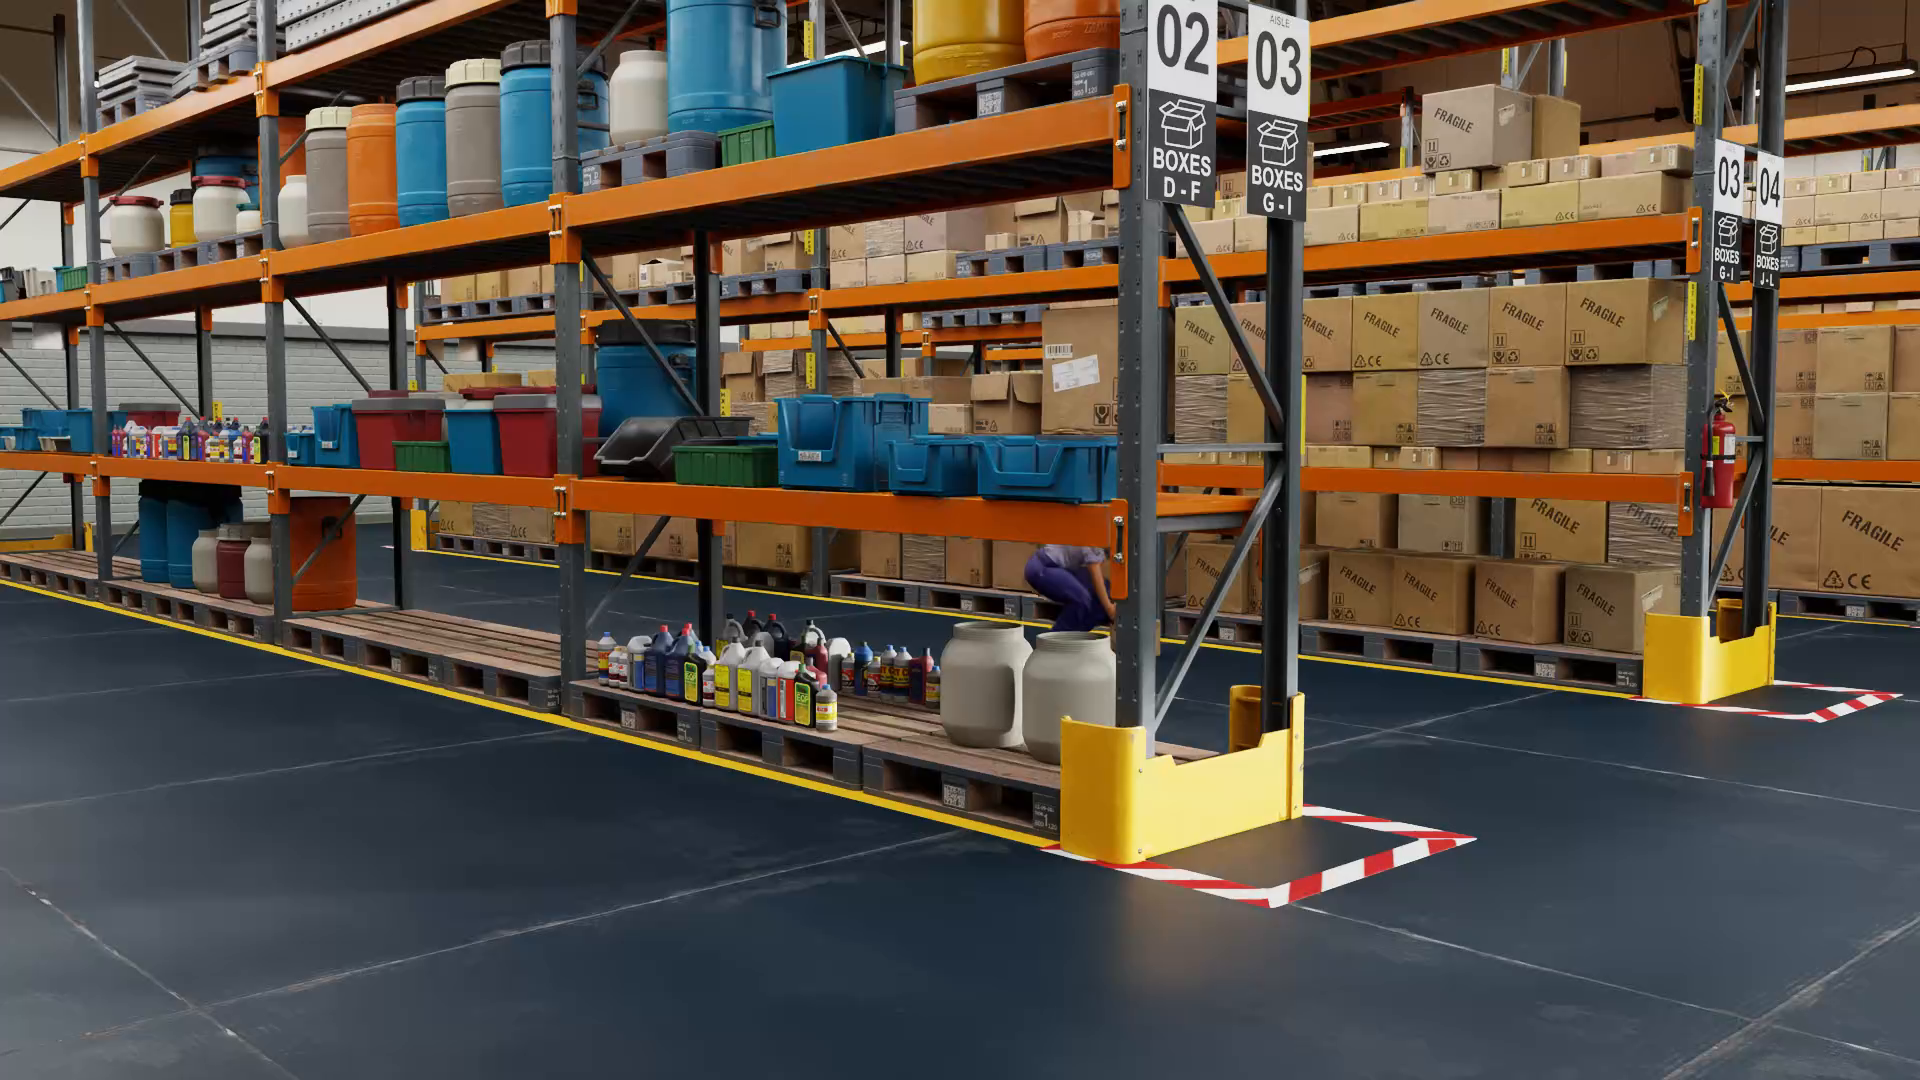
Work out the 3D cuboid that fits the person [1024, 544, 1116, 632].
[{"bbox_3d":[0.865,0.261,11.680,0.785,1.060,0.535,2,5,30],"label":"person"}]
